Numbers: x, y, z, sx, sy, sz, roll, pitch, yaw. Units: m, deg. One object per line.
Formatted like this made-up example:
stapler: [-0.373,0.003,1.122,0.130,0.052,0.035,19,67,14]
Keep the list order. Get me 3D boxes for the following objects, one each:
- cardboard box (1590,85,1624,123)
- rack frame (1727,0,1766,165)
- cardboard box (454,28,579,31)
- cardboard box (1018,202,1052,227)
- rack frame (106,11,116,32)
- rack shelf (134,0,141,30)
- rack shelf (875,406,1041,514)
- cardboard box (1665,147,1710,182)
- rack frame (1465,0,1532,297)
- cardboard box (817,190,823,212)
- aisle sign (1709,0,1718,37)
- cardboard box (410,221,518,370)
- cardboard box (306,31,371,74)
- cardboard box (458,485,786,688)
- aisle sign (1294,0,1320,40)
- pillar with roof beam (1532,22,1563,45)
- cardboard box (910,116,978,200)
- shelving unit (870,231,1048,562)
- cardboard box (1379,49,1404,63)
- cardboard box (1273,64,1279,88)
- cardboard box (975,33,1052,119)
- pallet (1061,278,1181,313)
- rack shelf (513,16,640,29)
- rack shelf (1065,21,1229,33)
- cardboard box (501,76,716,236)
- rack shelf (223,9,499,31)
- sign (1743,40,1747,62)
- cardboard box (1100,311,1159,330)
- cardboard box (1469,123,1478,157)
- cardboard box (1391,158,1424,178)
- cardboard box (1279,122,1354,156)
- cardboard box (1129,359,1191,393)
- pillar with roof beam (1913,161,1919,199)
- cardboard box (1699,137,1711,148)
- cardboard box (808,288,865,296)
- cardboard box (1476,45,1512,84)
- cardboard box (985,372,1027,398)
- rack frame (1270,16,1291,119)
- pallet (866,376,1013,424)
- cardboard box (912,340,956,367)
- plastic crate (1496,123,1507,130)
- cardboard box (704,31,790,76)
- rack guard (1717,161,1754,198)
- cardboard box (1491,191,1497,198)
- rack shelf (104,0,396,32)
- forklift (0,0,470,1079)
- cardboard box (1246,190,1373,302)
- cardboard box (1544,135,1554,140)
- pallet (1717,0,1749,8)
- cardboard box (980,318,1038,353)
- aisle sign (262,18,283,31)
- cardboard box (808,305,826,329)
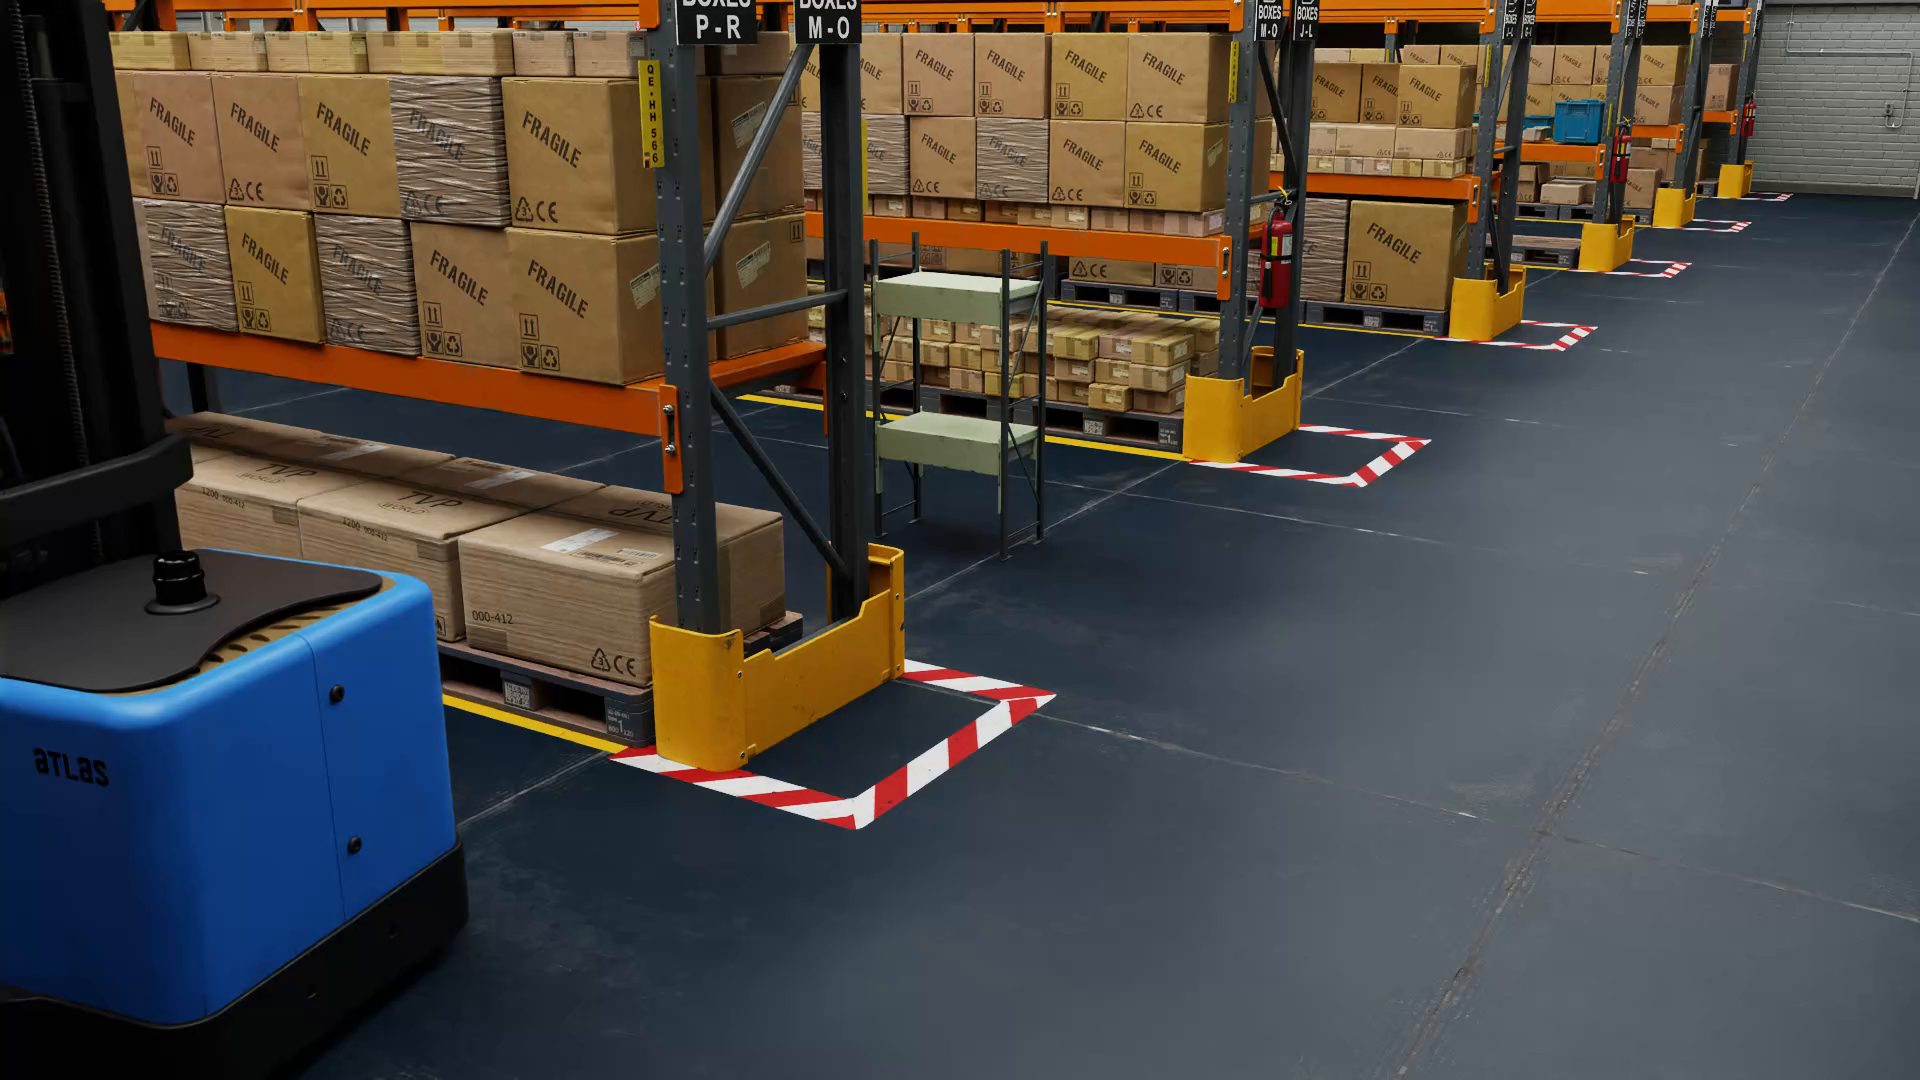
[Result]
cardboard box: [8.737,-5.833,22.252,0.500,0.500,0.500,10,20,31]
rack frame: [12.295,-6.934,26.048,0.127,3.000,1.000,10,20,30]
cardboard box: [-5.104,-5.412,19.281,1.000,1.000,1.000,10,20,30]
cardboard box: [0.557,-2.062,10.441,0.250,0.149,0.380,9,19,28]
rack frame: [-8.390,-3.866,15.948,0.127,3.000,1.000,10,20,30]
rack shelf: [-5.781,-2.803,8.525,4.000,0.370,1.077,10,20,30]
rack shelf: [-0.006,-0.407,8.261,0.720,0.370,0.431,10,20,30]
cardboard box: [11.646,-6.021,26.619,0.500,0.500,0.700,10,20,30]
rack frame: [4.518,-3.254,13.932,0.127,3.000,1.000,10,20,30]
cardboard box: [-0.760,-2.314,11.269,0.250,0.149,0.380,9,19,28]
aisle sign: [9.917,-7.013,21.835,0.004,0.787,0.394,10,20,30]
cardboard box: [-1.638,-0.935,6.127,0.500,0.500,0.500,10,19,29]
cardboard box: [-2.195,-1.822,6.209,0.250,0.149,0.380,11,20,31]
cardboard box: [-1.283,0.150,6.412,0.875,0.438,0.875,9,19,28]
aisle sign: [2.055,-3.348,9.769,0.004,0.787,0.394,10,20,30]
pillar with roof beam: [7.682,-9.455,24.024,0.400,9.000,9.100,10,20,30]
cardboard box: [0.025,-2.468,10.662,0.500,0.500,0.500,11,20,33]
shelving unit: [-0.006,-0.719,8.167,0.755,1.500,0.431,10,20,30]
cardboard box: [7.489,-8.267,28.426,0.500,0.250,0.500,11,20,31]
cardboard box: [4.759,-6.817,24.769,0.500,0.500,0.700,5,18,16]
cardboard box: [0.436,-2.871,10.269,0.500,0.500,0.500,11,20,33]
pallet: [1.716,-2.393,15.896,1.213,0.211,1.003,10,20,30]
rack shelf: [-4.820,-7.701,24.650,4.000,0.370,1.077,10,20,30]
rack shelf: [3.773,-9.546,30.724,4.000,0.370,1.077,10,20,30]
cardboard box: [-1.204,-1.340,5.740,0.500,0.500,0.500,11,20,32]
rack shelf: [-7.412,-6.474,20.611,4.000,0.370,1.077,10,20,30]
sign: [11.999,-7.469,25.410,0.005,0.325,0.100,10,20,30]
cardboard box: [1.122,-1.408,11.015,0.250,0.149,0.380,10,20,30]
cardboard box: [4.250,-3.464,14.371,0.500,0.250,0.500,10,19,29]
cardboard box: [3.820,-3.145,14.007,0.250,0.149,0.380,10,20,31]
cardboard box: [3.100,-3.487,14.446,0.500,0.250,0.500,9,19,28]
cardboard box: [1.237,-1.030,10.280,0.250,0.149,0.380,10,19,29]
pillar with roof beam: [12.795,-8.542,21.019,0.400,9.000,9.100,10,20,30]
cardboard box: [11.857,-6.362,26.625,0.250,0.149,0.380,10,20,30]
cardboard box: [-0.895,-1.752,12.147,0.250,0.149,0.380,10,20,31]
cardboard box: [7.429,-6.543,22.869,0.500,0.500,0.500,9,19,28]
cardboard box: [0.359,-1.039,10.824,0.250,0.149,0.380,9,19,28]
rack frame: [3.701,-5.089,19.973,0.127,3.000,1.000,10,20,30]
pallet: [0.062,-1.036,11.429,1.213,0.211,1.003,10,20,30]
cardboard box: [-0.113,-1.262,11.047,0.250,0.149,0.380,10,20,31]
plastic crate: [6.264,-4.675,18.960,0.298,0.136,0.250,10,20,30]
cardboard box: [-0.826,-1.759,6.001,0.250,0.149,0.380,11,20,31]
rack guard: [12.315,-5.734,26.399,0.348,0.500,1.175,10,20,30]
cardboard box: [7.570,-5.109,23.908,0.500,0.311,0.500,10,20,30]
rack shelf: [-6.685,-4.653,14.615,4.000,0.370,1.077,10,20,30]
forklift: [-2.941,-0.303,4.335,3.031,2.935,1.130,6,18,20]
cardboard box: [3.155,-2.654,14.891,0.875,0.875,0.875,10,20,30]
cardboard box: [9.666,-6.621,27.481,0.250,0.149,0.380,11,20,32]
pallet: [11.657,-8.437,25.988,1.213,0.211,1.003,10,20,30]
cardboard box: [0.335,-1.323,10.733,0.250,0.149,0.380,11,20,32]
aisle sign: [-9.012,-7.015,21.842,0.004,0.787,0.394,10,20,30]
cardboard box: [-0.943,-1.584,11.594,0.250,0.149,0.380,10,19,29]
